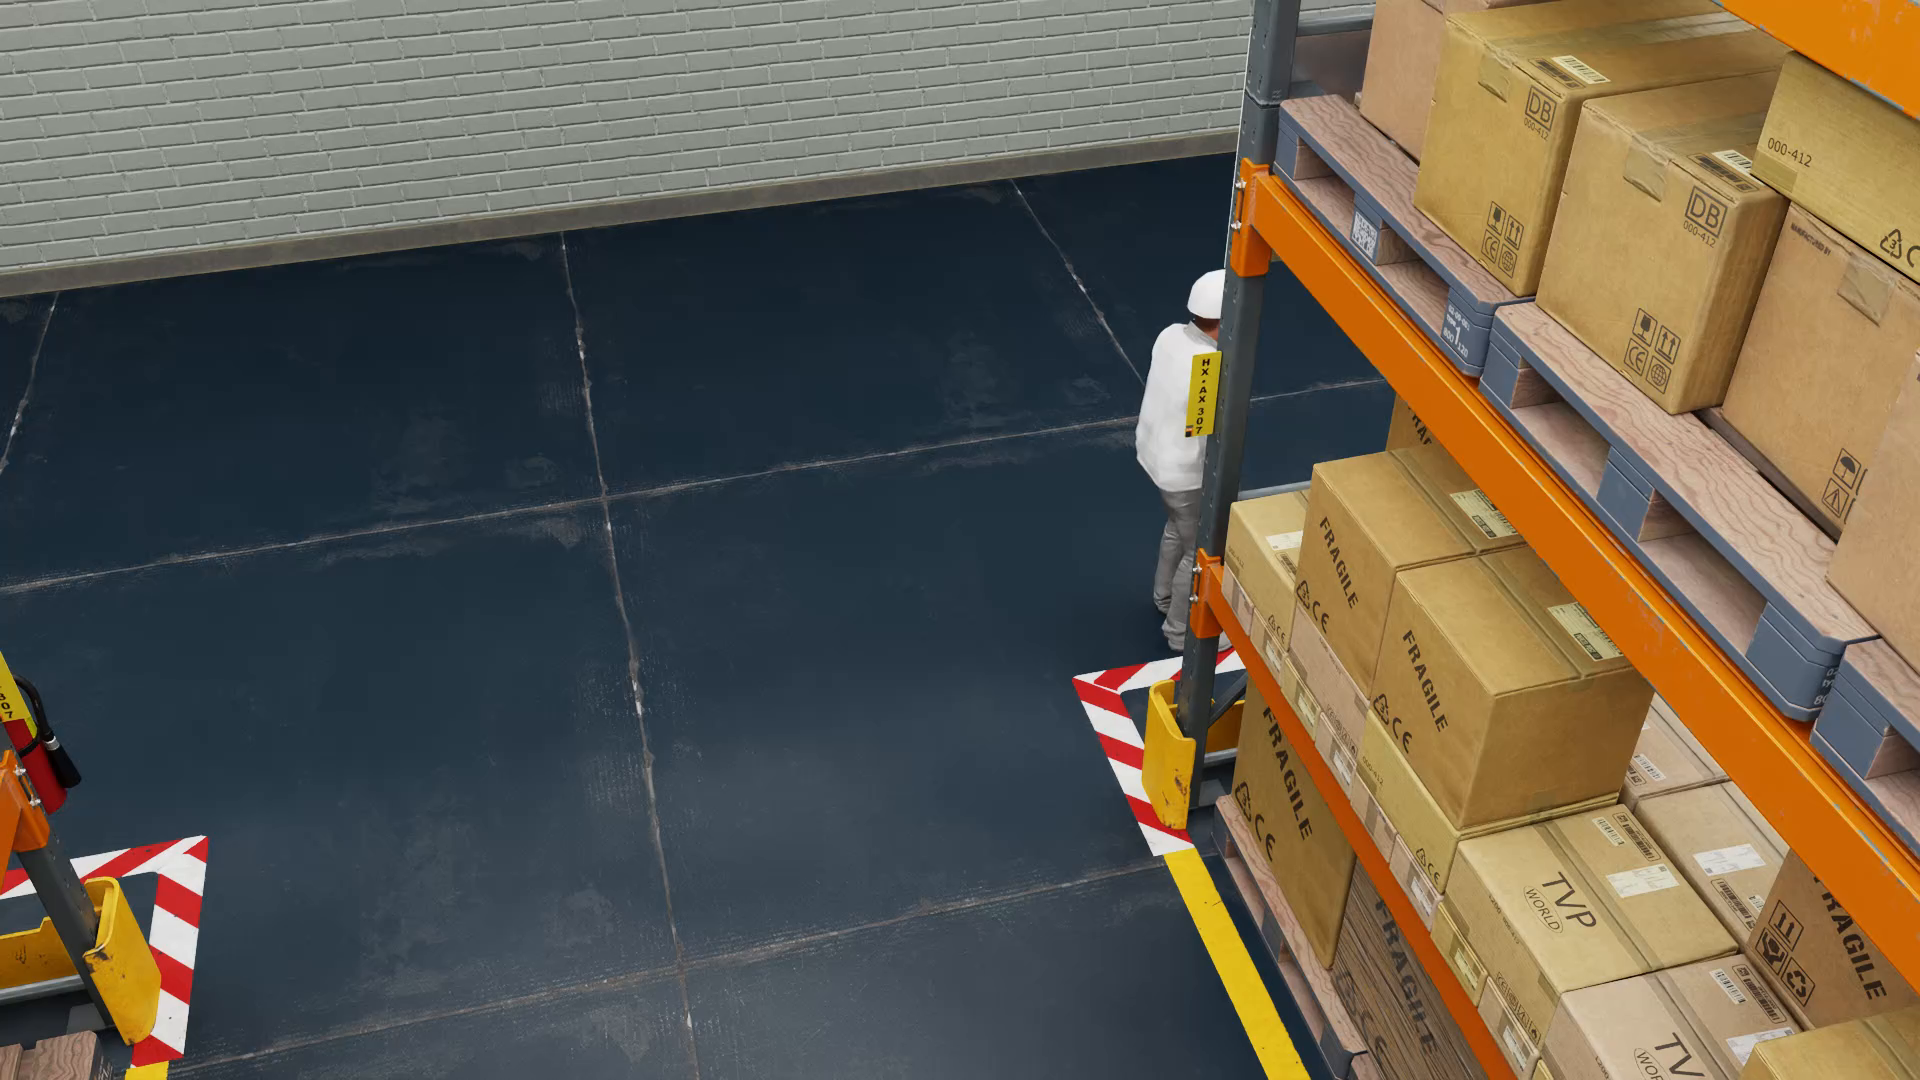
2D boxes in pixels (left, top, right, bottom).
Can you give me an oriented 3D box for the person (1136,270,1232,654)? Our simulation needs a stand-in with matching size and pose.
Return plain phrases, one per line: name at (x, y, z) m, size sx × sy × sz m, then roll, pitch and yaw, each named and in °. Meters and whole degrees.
person at (0.998, -0.341, 7.130) m, size 0.471 × 1.772 × 0.594 m, roll -12°, pitch 39°, yaw -14°
